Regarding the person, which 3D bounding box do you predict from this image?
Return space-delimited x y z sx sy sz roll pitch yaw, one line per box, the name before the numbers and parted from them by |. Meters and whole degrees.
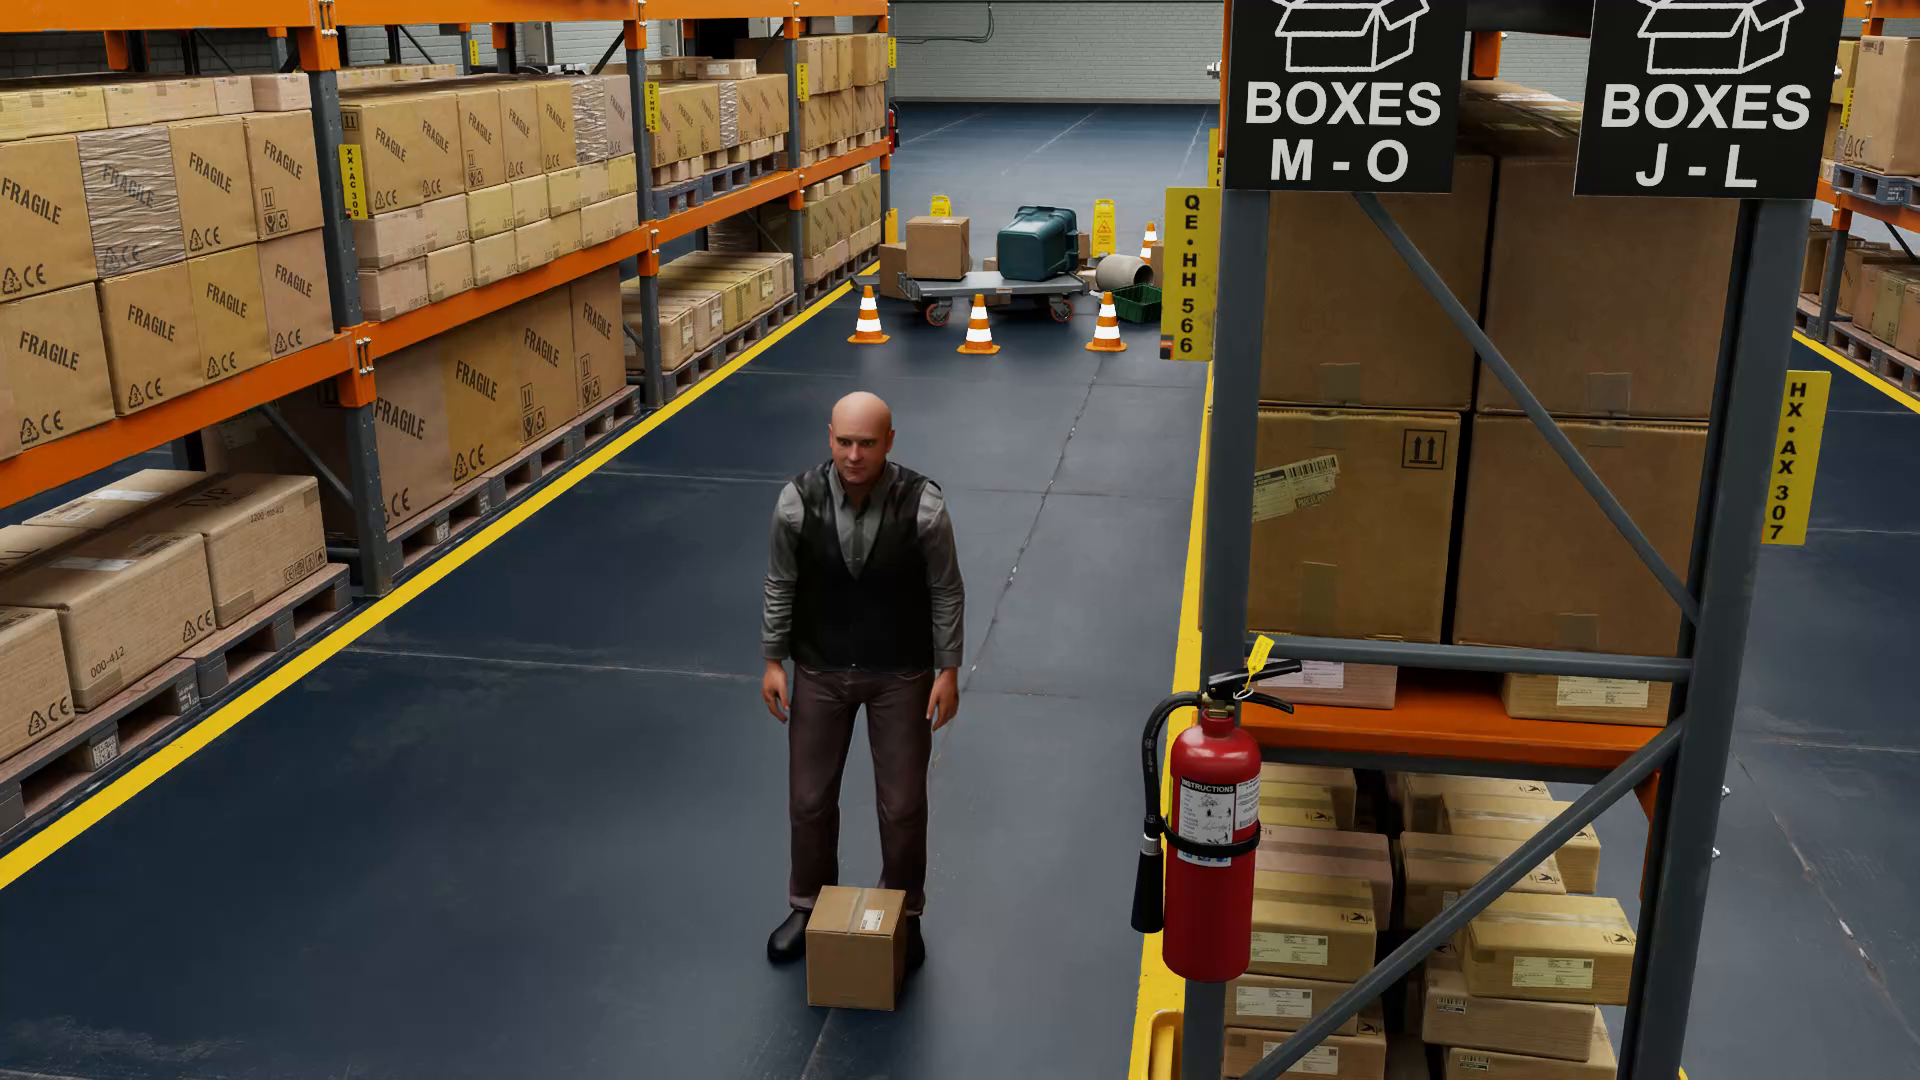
person | -0.289 0.394 4.859 0.580 1.721 0.420 3 18 8
